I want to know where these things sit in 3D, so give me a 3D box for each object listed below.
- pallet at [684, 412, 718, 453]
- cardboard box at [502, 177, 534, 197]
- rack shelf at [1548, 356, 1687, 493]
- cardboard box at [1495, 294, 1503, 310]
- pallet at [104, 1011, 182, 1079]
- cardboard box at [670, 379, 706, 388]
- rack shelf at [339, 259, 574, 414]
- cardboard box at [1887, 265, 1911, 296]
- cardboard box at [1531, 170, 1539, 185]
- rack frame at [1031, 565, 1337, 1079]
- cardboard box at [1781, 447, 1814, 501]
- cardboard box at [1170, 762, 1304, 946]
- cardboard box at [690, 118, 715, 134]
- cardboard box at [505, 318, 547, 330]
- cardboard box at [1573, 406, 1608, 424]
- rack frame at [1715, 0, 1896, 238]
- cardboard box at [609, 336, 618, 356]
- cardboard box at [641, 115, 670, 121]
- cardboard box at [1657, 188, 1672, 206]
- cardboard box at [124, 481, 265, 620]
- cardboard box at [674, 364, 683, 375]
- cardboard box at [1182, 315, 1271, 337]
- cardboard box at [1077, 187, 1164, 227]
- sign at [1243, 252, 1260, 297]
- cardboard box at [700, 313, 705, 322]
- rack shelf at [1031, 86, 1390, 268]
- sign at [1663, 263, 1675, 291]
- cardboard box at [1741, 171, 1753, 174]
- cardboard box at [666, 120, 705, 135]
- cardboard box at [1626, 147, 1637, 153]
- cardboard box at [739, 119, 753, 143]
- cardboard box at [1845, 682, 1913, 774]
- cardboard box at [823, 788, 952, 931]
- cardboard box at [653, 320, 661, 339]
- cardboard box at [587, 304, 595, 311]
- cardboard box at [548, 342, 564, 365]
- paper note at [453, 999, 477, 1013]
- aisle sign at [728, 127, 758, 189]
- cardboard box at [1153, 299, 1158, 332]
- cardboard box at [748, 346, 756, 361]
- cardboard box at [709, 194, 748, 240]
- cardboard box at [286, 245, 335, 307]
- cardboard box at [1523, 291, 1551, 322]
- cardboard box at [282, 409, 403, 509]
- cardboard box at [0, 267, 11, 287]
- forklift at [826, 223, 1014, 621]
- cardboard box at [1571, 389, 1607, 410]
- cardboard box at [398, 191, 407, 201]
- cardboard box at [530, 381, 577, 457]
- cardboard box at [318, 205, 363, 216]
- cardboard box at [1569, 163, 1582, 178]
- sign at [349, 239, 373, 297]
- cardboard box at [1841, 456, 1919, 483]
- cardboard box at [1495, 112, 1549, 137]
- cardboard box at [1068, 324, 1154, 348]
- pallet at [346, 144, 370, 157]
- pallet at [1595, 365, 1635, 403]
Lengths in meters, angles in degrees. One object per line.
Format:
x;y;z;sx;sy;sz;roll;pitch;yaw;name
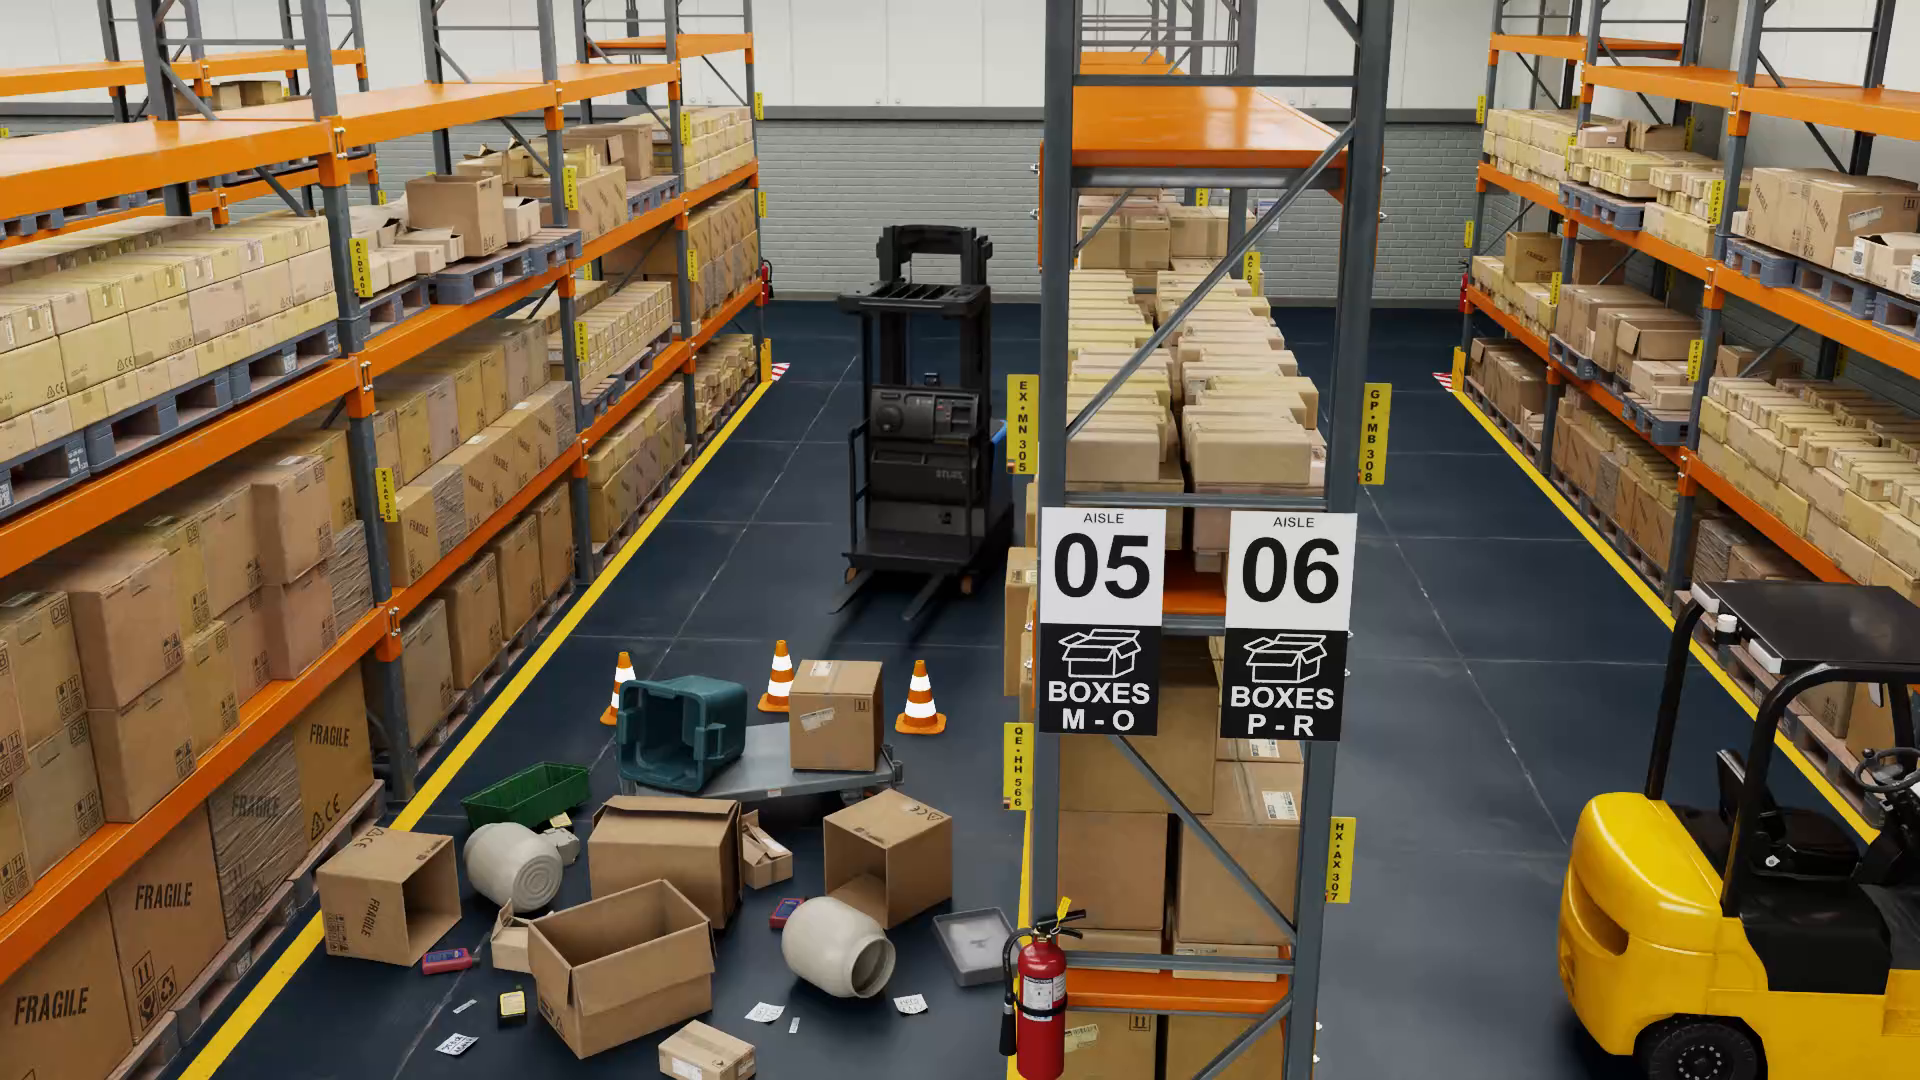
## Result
-3.319;-1.194;18.555;1.003;0.211;1.213;1;18;4;pallet
-3.831;-2.723;13.767;0.500;0.500;0.500;1;18;4;cardboard box
6.421;-1.158;15.122;1.077;0.370;4.000;1;18;4;rack shelf
6.411;-2.749;19.226;0.380;0.149;0.250;1;18;2;cardboard box
-4.213;2.492;7.305;1.003;0.211;1.213;1;18;4;pallet
-3.053;-1.704;18.580;0.380;0.149;0.250;1;18;3;cardboard box
-3.762;-1.530;11.440;1.077;0.370;4.000;1;18;4;rack shelf
5.766;-1.538;9.877;0.380;0.149;0.250;1;18;4;cardboard box
6.426;-3.942;18.048;0.380;0.149;0.250;1;18;4;cardboard box
0.752;1.496;5.867;1.000;3.000;0.127;1;18;4;rack frame
5.898;-0.436;11.201;0.500;0.250;0.500;2;18;5;cardboard box
1.063;1.166;6.235;0.500;0.500;0.500;1;18;3;cardboard box
-2.927;-4.583;18.400;0.380;0.149;0.250;2;18;7;cardboard box
-3.963;-1.910;15.035;0.380;0.149;0.250;1;18;4;cardboard box
6.330;-1.248;16.539;0.380;0.149;0.250;1;18;2;cardboard box
6.277;-3.730;12.180;1.000;3.000;0.127;1;18;4;rack frame
-3.314;-1.758;15.048;0.380;0.149;0.250;1;18;4;cardboard box
-3.436;-4.756;18.928;0.380;0.149;0.250;2;18;6;cardboard box
6.181;-2.937;14.179;0.380;0.149;0.250;2;18;6;cardboard box
-4.065;0.042;8.329;0.875;0.550;0.550;1;18;4;cardboard box
-3.419;-2.035;19.592;0.380;0.149;0.250;1;18;4;cardboard box
1.208;-0.923;7.556;0.380;0.149;0.250;1;18;5;cardboard box
1.203;-2.783;13.268;0.797;0.503;0.637;0;18;1;cardboard box
1.581;-1.407;9.081;0.100;0.325;0.005;1;18;4;sign
-3.049;-2.521;18.531;0.380;0.149;0.250;0;18;1;cardboard box
0.896;-1.632;6.941;1.077;0.370;4.000;1;18;4;rack shelf
7.118;-2.660;16.691;0.100;0.325;0.005;1;18;4;sign
6.643;-2.989;13.860;0.380;0.149;0.250;1;18;4;cardboard box
-2.993;-4.499;18.145;0.380;0.149;0.250;1;18;2;cardboard box
6.659;-3.720;16.059;0.380;0.149;0.250;1;18;3;cardboard box
-2.824;-4.995;20.298;0.500;0.250;0.500;1;18;2;cardboard box
6.017;1.130;10.123;0.875;0.625;0.625;2;18;6;cardboard box
-0.395;1.743;9.124;0.500;0.500;0.500;17;25;41;cardboard box
-3.201;-2.104;16.584;0.380;0.149;0.250;1;18;4;cardboard box
-3.853;-2.259;16.577;0.380;0.149;0.250;2;18;5;cardboard box
-3.392;-1.571;14.001;0.380;0.149;0.250;1;18;4;cardboard box
-2.444;2.302;8.208;0.032;0.001;0.123;12;22;32;paper note
-2.741;-4.804;20.917;0.394;0.787;0.004;1;18;4;aisle sign
1.276;-1.098;8.729;0.500;0.250;0.500;1;18;3;cardboard box
-2.798;-2.368;21.086;0.380;0.149;0.250;1;18;2;cardboard box
-2.866;-3.911;20.125;0.500;0.500;0.500;1;18;2;cardboard box
-3.685;-1.409;8.844;0.500;0.250;0.500;1;18;3;cardboard box
6.378;-2.511;17.858;0.500;0.250;0.500;1;18;4;cardboard box
-3.876;-0.502;10.199;0.700;0.500;0.500;1;18;3;cardboard box
-4.397;-1.101;7.263;0.380;0.149;0.250;1;18;4;cardboard box
-0.347;-1.055;13.762;1.130;2.935;3.031;4;19;13;forklift
6.302;-1.395;16.511;0.380;0.149;0.250;0;18;1;cardboard box
-3.890;-2.478;12.485;0.500;0.311;0.500;1;18;4;cardboard box
-3.383;-0.969;13.230;0.500;0.500;0.500;1;18;4;cardboard box
-7.758;-3.964;21.088;0.500;0.500;0.500;2;18;5;cardboard box
6.146;-3.590;16.141;0.380;0.149;0.250;2;18;5;cardboard box
-3.352;-1.522;9.303;0.100;0.325;0.005;1;18;4;sign
5.832;-0.423;10.522;0.380;0.149;0.250;1;18;3;cardboard box
6.513;-4.807;19.245;0.500;0.250;0.500;1;18;4;cardboard box
0.662;-0.856;7.350;0.380;0.149;0.250;2;18;5;cardboard box
-8.028;-4.847;20.550;1.003;0.211;1.213;1;18;4;pallet
6.412;-1.392;14.988;1.003;0.211;1.213;1;18;4;pallet
